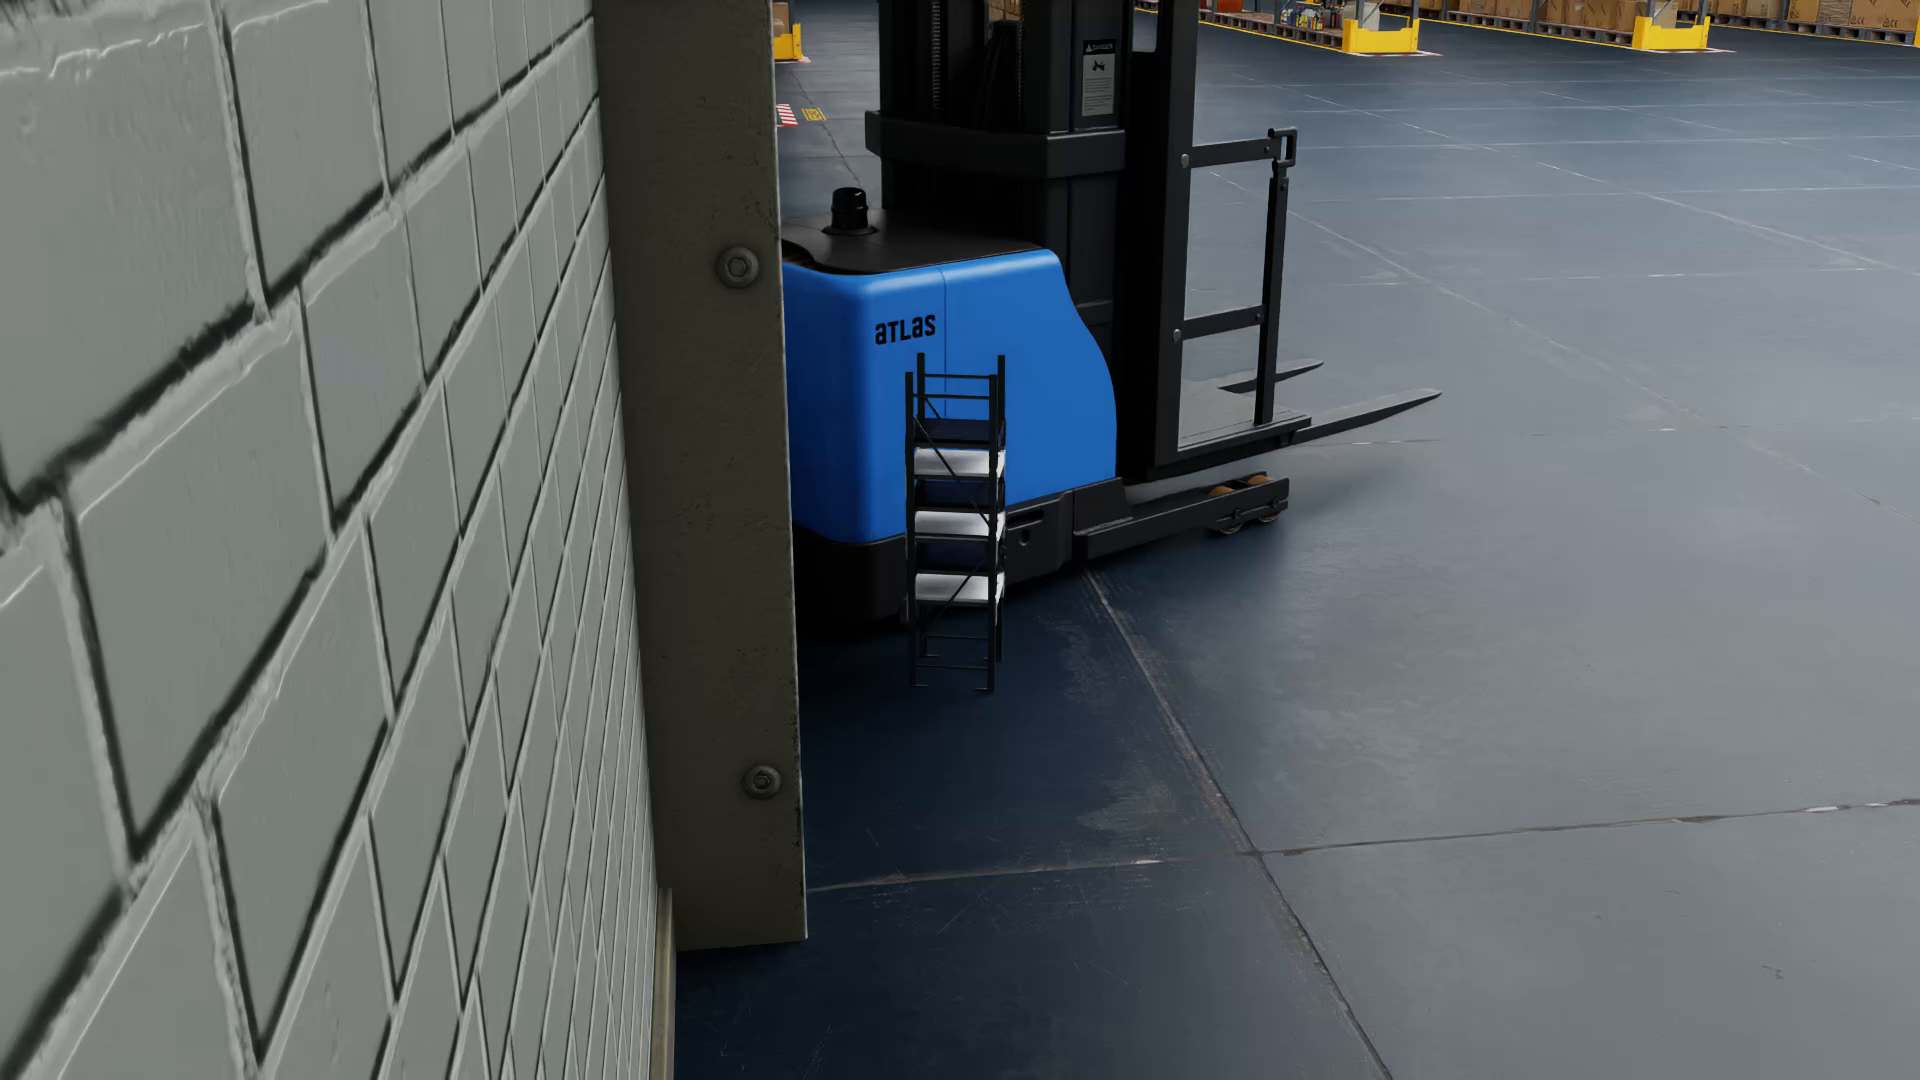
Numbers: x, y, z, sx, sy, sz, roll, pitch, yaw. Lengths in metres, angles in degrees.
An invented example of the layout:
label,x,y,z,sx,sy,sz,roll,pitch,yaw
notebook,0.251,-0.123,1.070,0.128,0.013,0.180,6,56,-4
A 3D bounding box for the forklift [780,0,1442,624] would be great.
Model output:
label,x,y,z,sx,sy,sz,roll,pitch,yaw
forklift,0.541,-1.522,5.602,3.031,2.935,1.130,-15,25,-35

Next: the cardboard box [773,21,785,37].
label,x,y,z,sx,sy,sz,roll,pitch,yaw
cardboard box,-3.014,-7.931,25.878,0.500,0.311,0.500,-5,21,-14

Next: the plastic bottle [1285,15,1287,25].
label,x,y,z,sx,sy,sz,roll,pitch,yaw
plastic bottle,5.865,-9.317,29.746,0.097,0.201,0.097,0,20,0

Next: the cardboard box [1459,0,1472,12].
label,x,y,z,sx,sy,sz,roll,pitch,yaw
cardboard box,10.665,-11.064,33.996,0.700,0.500,0.500,-4,21,-11

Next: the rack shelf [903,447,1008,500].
label,x,y,z,sx,sy,sz,roll,pitch,yaw
rack shelf,-0.010,-0.182,4.499,0.258,0.077,0.200,3,21,7

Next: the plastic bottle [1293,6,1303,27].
label,x,y,z,sx,sy,sz,roll,pitch,yaw
plastic bottle,5.957,-9.225,29.284,0.144,0.351,0.185,-4,21,-10

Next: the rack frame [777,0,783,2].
label,x,y,z,sx,sy,sz,roll,pitch,yaw
rack frame,-3.580,-10.125,28.539,1.000,3.000,0.127,-3,21,-8

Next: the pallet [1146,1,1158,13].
label,x,y,z,sx,sy,sz,roll,pitch,yaw
pallet,4.926,-12.341,38.457,1.003,0.211,1.213,-3,21,-8

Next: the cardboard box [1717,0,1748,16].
label,x,y,z,sx,sy,sz,roll,pitch,yaw
cardboard box,15.734,-10.778,32.900,1.050,0.750,0.750,-3,21,-8

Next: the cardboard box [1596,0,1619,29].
label,x,y,z,sx,sy,sz,roll,pitch,yaw
cardboard box,11.437,-9.156,28.915,0.500,0.500,0.500,-1,21,-3

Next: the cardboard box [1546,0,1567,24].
label,x,y,z,sx,sy,sz,roll,pitch,yaw
cardboard box,11.143,-9.760,30.534,0.500,0.500,0.500,-4,21,-9

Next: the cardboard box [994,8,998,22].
label,x,y,z,sx,sy,sz,roll,pitch,yaw
cardboard box,0.904,-9.589,30.434,0.500,0.250,0.500,-3,21,-9

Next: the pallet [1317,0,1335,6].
label,x,y,z,sx,sy,sz,roll,pitch,yaw
pallet,9.588,-13.450,41.427,1.003,0.211,1.213,-3,21,-8

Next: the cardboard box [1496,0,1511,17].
label,x,y,z,sx,sy,sz,roll,pitch,yaw
cardboard box,10.927,-10.483,32.442,0.700,0.500,0.500,-5,21,-12

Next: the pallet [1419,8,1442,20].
label,x,y,z,sx,sy,sz,roll,pitch,yaw
pallet,10.509,-11.230,35.483,1.003,0.211,1.213,-3,21,-8

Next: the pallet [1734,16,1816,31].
label,x,y,z,sx,sy,sz,roll,pitch,yaw
pallet,15.862,-10.047,32.315,1.003,0.211,1.213,-3,21,-8

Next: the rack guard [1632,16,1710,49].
label,x,y,z,sx,sy,sz,roll,pitch,yaw
rack guard,11.691,-8.345,27.346,1.175,0.500,0.348,-3,21,-8

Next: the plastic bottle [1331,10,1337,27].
label,x,y,z,sx,sy,sz,roll,pitch,yaw
plastic bottle,6.578,-9.158,29.202,0.061,0.283,0.133,-3,21,-8

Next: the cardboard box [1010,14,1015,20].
label,x,y,z,sx,sy,sz,roll,pitch,yaw
cardboard box,1.155,-8.936,28.684,0.500,0.250,0.500,-3,21,-8

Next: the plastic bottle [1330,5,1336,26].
label,x,y,z,sx,sy,sz,roll,pitch,yaw
plastic bottle,6.629,-9.315,29.528,0.144,0.351,0.185,-4,21,-10

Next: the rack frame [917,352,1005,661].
label,x,y,z,sx,sy,sz,roll,pitch,yaw
rack frame,0.003,-0.080,4.644,0.240,0.900,0.006,3,21,7

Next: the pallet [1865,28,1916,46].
label,x,y,z,sx,sy,sz,roll,pitch,yaw
pallet,16.432,-8.672,28.632,1.003,0.211,1.213,-3,21,-8

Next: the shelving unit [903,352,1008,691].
label,x,y,z,sx,sy,sz,roll,pitch,yaw
shelving unit,-0.010,-0.045,4.550,0.258,0.900,0.210,3,21,7

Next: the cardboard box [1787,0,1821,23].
label,x,y,z,sx,sy,sz,roll,pitch,yaw
cardboard box,16.069,-10.070,30.828,0.875,0.875,0.875,-3,21,-7

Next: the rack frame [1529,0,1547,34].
label,x,y,z,sx,sy,sz,roll,pitch,yaw
rack frame,11.125,-10.875,30.546,1.000,3.000,0.127,-3,21,-8

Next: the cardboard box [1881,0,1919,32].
label,x,y,z,sx,sy,sz,roll,pitch,yaw
cardboard box,16.461,-9.138,28.332,0.875,0.875,0.875,-3,21,-7

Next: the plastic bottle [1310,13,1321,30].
label,x,y,z,sx,sy,sz,roll,pitch,yaw
plastic bottle,6.093,-8.873,28.449,0.152,0.276,0.135,-3,21,-7

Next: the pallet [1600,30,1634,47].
label,x,y,z,sx,sy,sz,roll,pitch,yaw
pallet,11.609,-8.493,28.154,1.003,0.211,1.213,-3,21,-8

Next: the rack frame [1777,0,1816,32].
label,x,y,z,sx,sy,sz,roll,pitch,yaw
rack frame,16.048,-11.090,31.122,1.000,3.000,0.127,-3,21,-8

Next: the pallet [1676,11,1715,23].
label,x,y,z,sx,sy,sz,roll,pitch,yaw
pallet,15.510,-10.892,34.577,1.003,0.211,1.213,-3,21,-8

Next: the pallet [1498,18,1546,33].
label,x,y,z,sx,sy,sz,roll,pitch,yaw
pallet,11.011,-9.838,31.755,1.003,0.211,1.213,-3,21,-8

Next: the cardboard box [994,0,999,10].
label,x,y,z,sx,sy,sz,roll,pitch,yaw
cardboard box,0.898,-9.854,30.339,0.500,0.311,0.500,-2,21,-6

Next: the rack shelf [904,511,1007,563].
label,x,y,z,sx,sy,sz,roll,pitch,yaw
rack shelf,-0.010,-0.014,4.561,0.258,0.077,0.200,3,21,7

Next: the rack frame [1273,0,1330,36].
label,x,y,z,sx,sy,sz,roll,pitch,yaw
rack frame,6.224,-10.625,29.877,1.000,3.000,0.127,-3,21,-8

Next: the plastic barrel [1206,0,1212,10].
label,x,y,z,sx,sy,sz,roll,pitch,yaw
plastic barrel,5.390,-11.401,34.909,0.421,0.512,0.421,0,20,0

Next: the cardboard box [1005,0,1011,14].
label,x,y,z,sx,sy,sz,roll,pitch,yaw
cardboard box,1.079,-9.460,29.016,0.500,0.500,0.500,-3,21,-8

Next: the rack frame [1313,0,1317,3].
label,x,y,z,sx,sy,sz,roll,pitch,yaw
rack frame,9.395,-15.030,41.670,1.000,3.000,0.127,-3,21,-8

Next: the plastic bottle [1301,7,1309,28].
label,x,y,z,sx,sy,sz,roll,pitch,yaw
plastic bottle,6.018,-9.077,28.890,0.144,0.351,0.185,-3,21,-8

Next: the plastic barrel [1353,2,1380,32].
label,x,y,z,sx,sy,sz,roll,pitch,yaw
plastic barrel,6.630,-8.495,27.131,0.421,0.512,0.421,0,20,0

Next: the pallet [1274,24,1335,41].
label,x,y,z,sx,sy,sz,roll,pitch,yaw
pallet,6.279,-9.084,29.737,1.003,0.211,1.213,-3,21,-8

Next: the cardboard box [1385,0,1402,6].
label,x,y,z,sx,sy,sz,roll,pitch,yaw
cardboard box,10.214,-12.316,36.841,1.225,0.875,0.875,-4,21,-10

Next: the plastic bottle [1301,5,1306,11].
label,x,y,z,sx,sy,sz,roll,pitch,yaw
plastic bottle,6.072,-9.297,29.479,0.144,0.351,0.185,-3,21,-8

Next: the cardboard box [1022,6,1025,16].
label,x,y,z,sx,sy,sz,roll,pitch,yaw
cardboard box,1.297,-8.941,27.626,0.500,0.500,0.500,-3,21,-8

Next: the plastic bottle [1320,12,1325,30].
label,x,y,z,sx,sy,sz,roll,pitch,yaw
plastic bottle,6.198,-8.882,28.463,0.061,0.283,0.133,-3,21,-8

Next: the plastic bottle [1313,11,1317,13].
label,x,y,z,sx,sy,sz,roll,pitch,yaw
plastic bottle,6.161,-9.059,28.947,0.152,0.276,0.135,-3,21,-8

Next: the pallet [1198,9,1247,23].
label,x,y,z,sx,sy,sz,roll,pitch,yaw
pallet,5.492,-10.975,34.798,1.003,0.211,1.213,-3,21,-8
